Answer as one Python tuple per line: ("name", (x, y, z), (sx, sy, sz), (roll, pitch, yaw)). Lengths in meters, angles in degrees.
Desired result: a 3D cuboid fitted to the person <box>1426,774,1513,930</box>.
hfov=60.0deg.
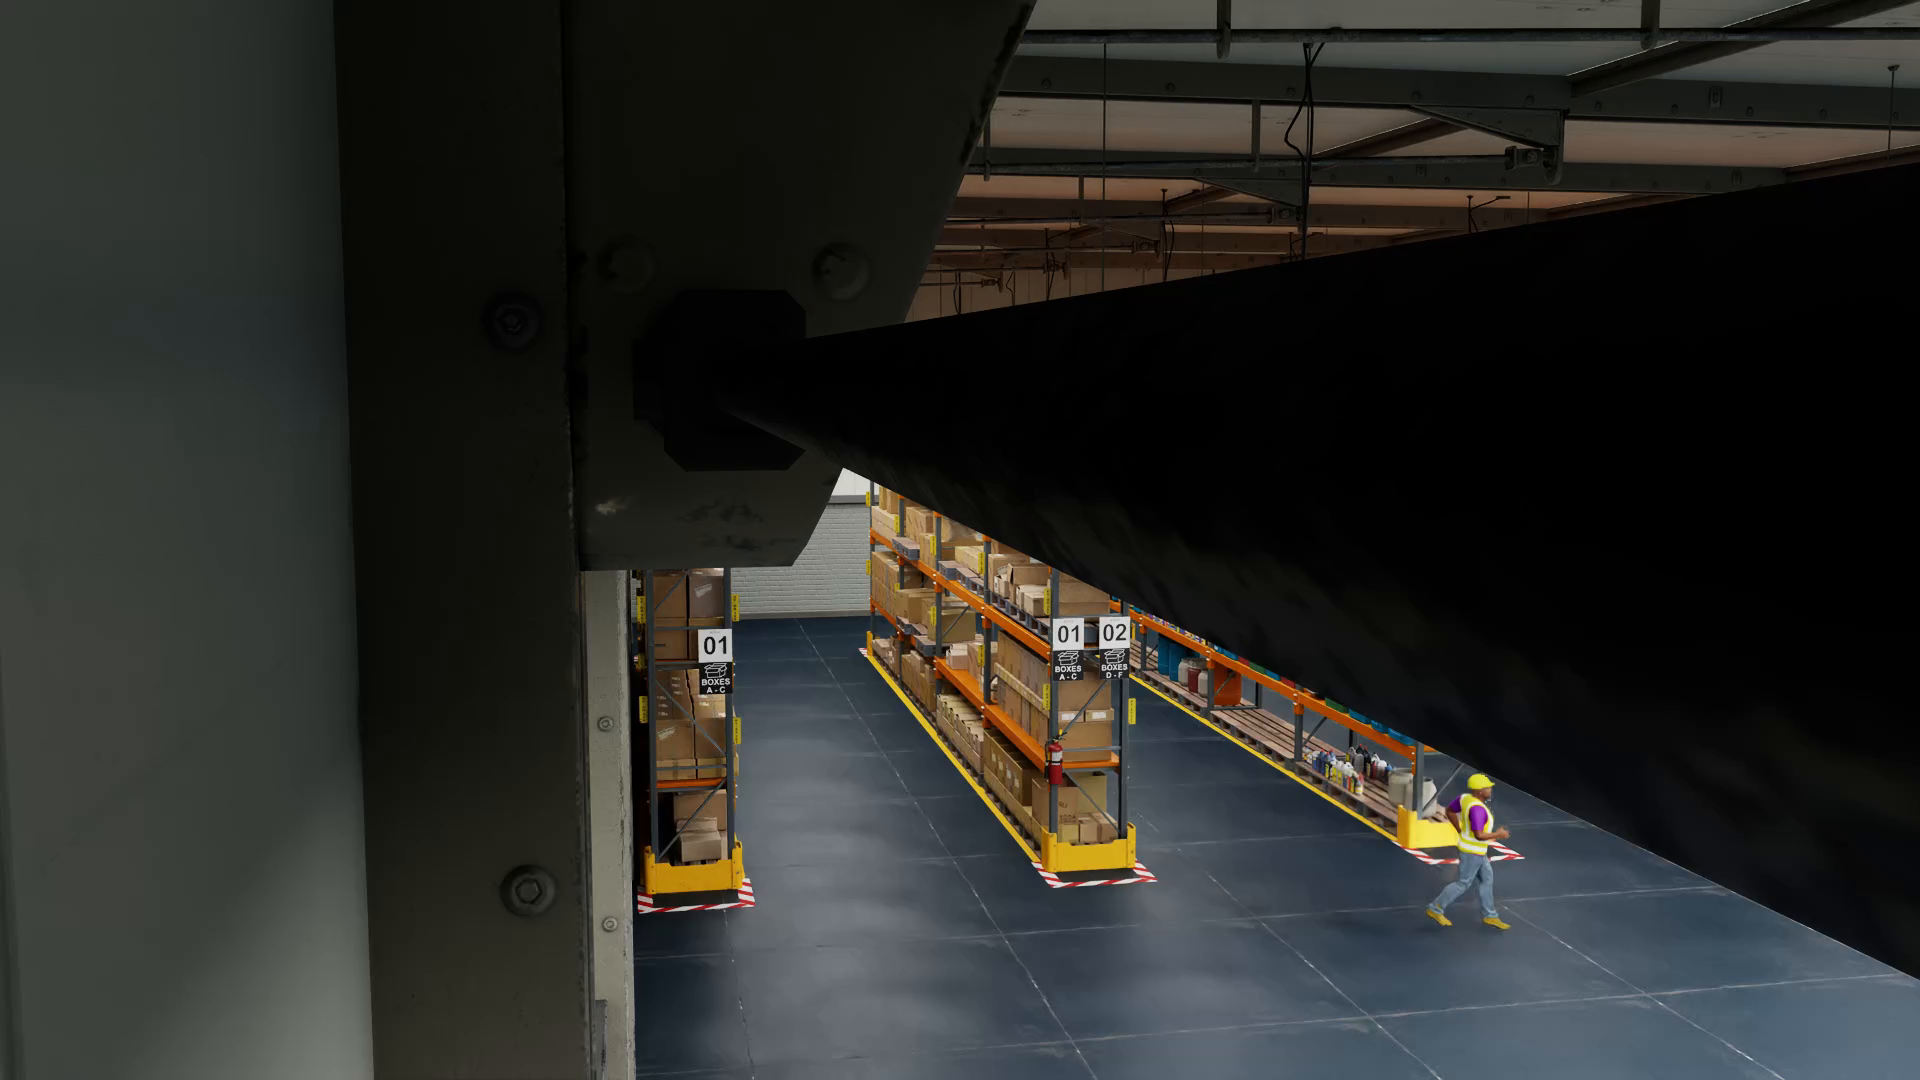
("person", (5.722, 3.495, 18.626), (0.935, 1.781, 0.654), (1, 6, 12))
